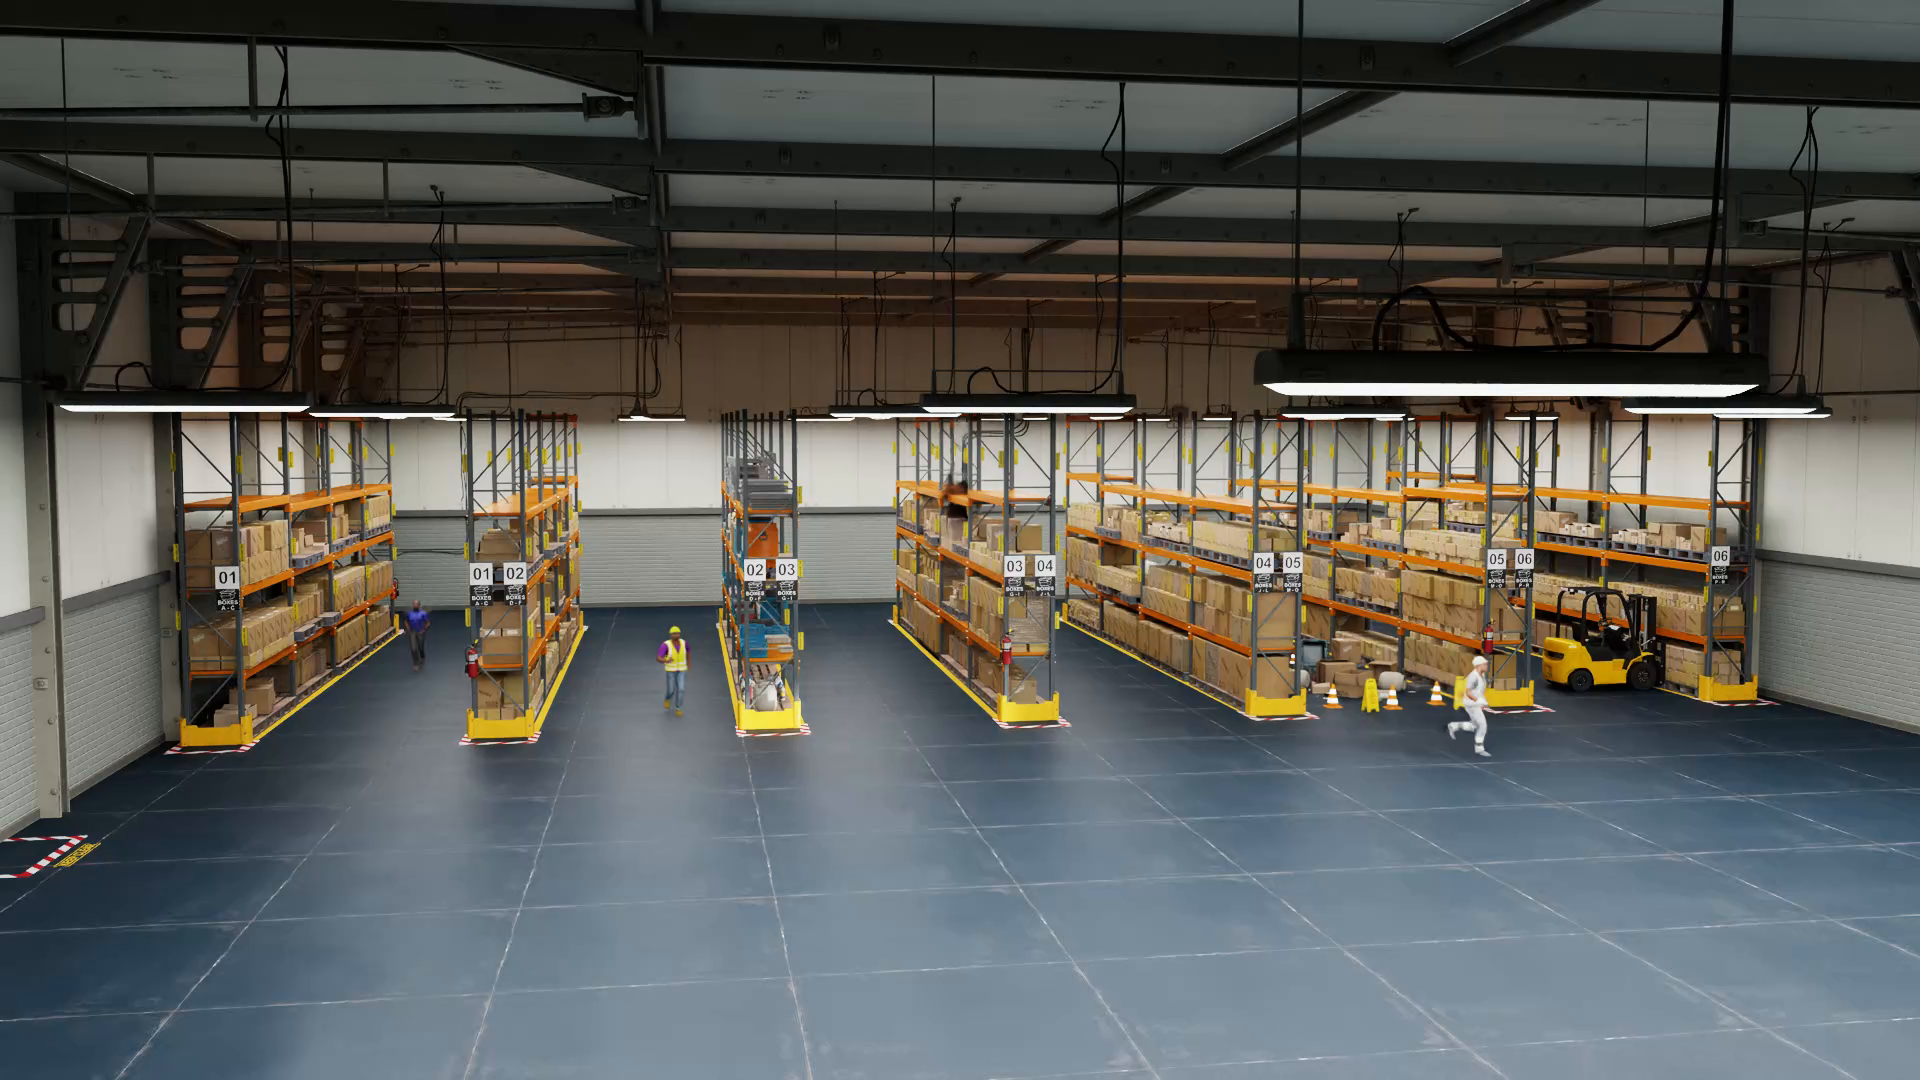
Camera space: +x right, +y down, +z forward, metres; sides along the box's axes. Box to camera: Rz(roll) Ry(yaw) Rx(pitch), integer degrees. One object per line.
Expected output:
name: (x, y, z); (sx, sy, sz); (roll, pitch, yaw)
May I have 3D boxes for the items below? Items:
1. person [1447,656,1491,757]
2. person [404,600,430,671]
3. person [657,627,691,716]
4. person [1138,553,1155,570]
person: (8.821, 2.867, 28.794); (0.762, 1.750, 0.685); (2, 5, 29)
person: (-12.681, 2.212, 38.858); (0.590, 1.628, 0.743); (-1, 4, -10)
person: (-5.608, 2.564, 32.690); (0.715, 1.741, 0.822); (-2, 4, -26)
person: (5.666, 1.272, 51.061); (1.008, 1.767, 0.709); (-3, 5, -34)
